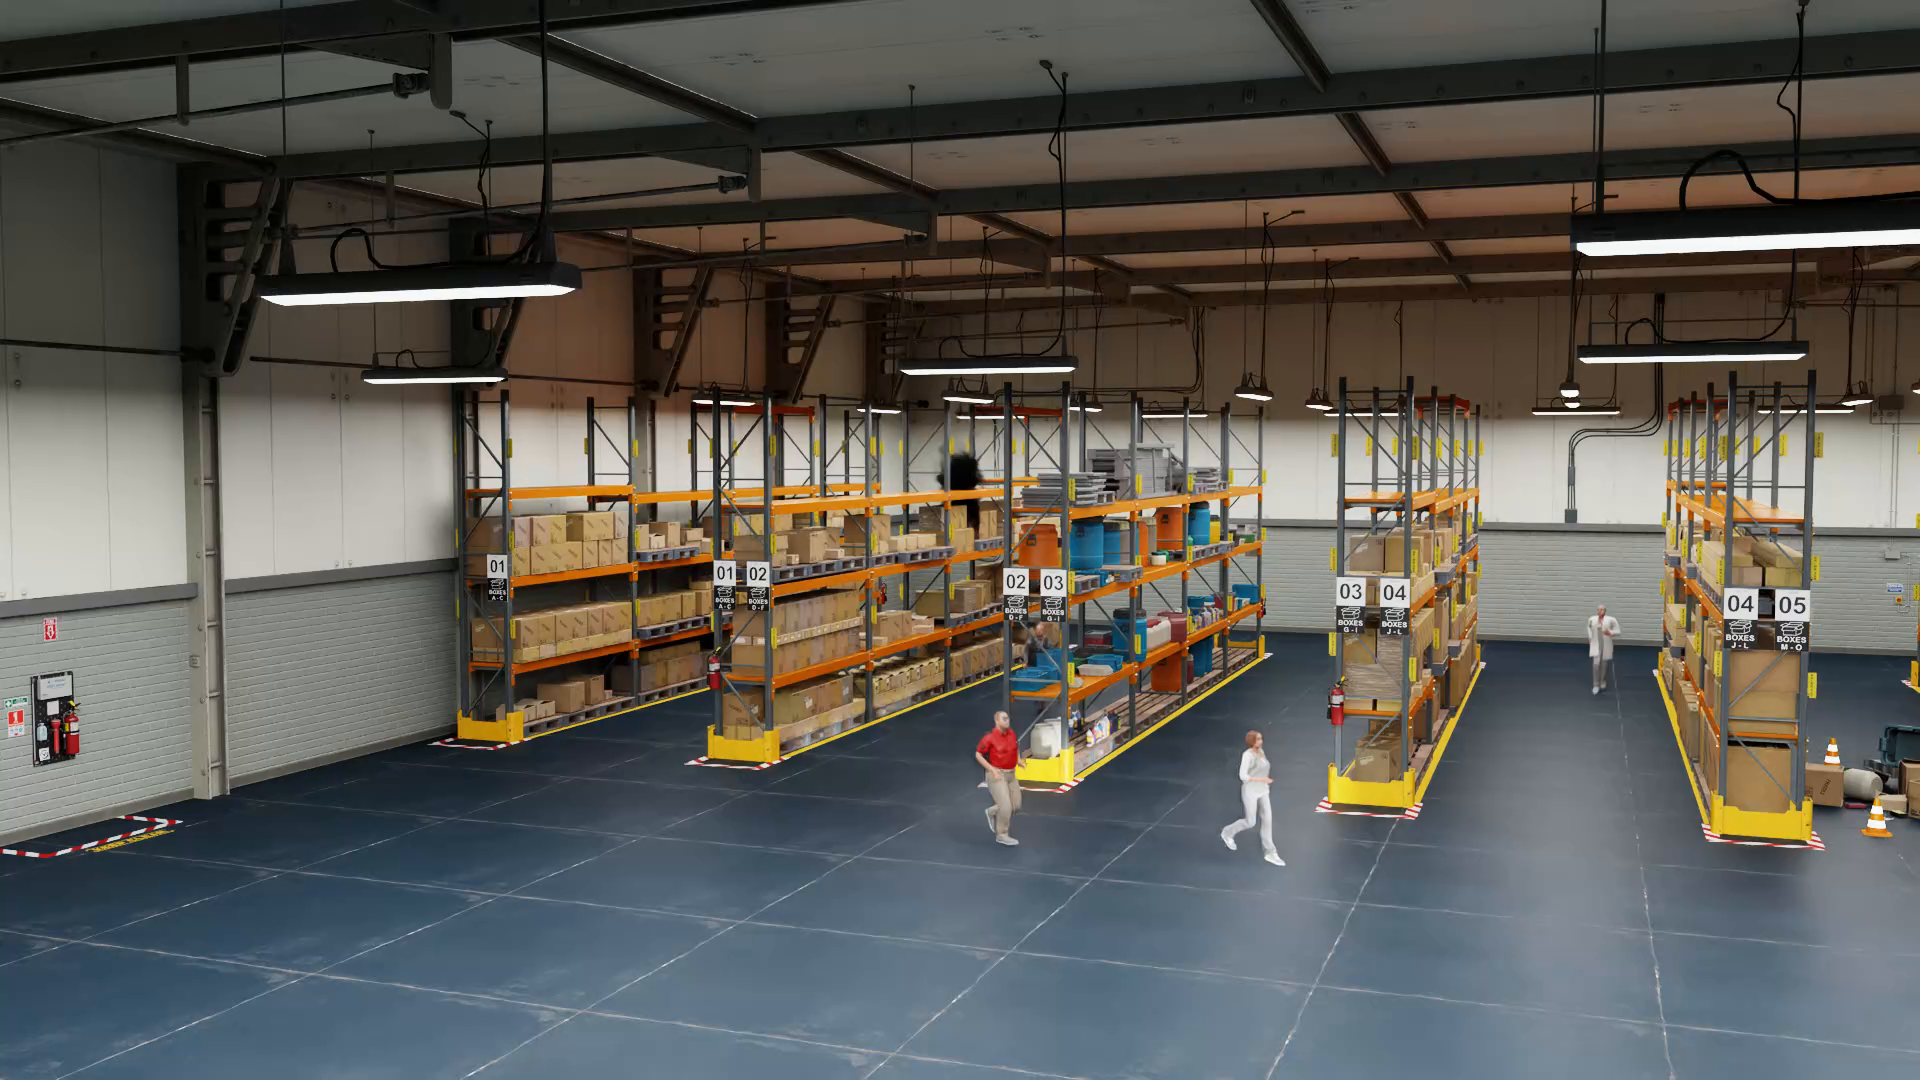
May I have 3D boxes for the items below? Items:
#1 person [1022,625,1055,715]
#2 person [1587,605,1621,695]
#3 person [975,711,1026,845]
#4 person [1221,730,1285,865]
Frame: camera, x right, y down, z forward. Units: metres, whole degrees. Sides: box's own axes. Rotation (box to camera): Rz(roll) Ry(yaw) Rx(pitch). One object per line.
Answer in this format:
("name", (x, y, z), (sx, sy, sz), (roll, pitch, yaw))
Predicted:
("person", (1.500, 2.440, 31.405), (0.659, 1.679, 0.587), (0, 3, 7))
("person", (13.207, 2.229, 34.149), (0.679, 1.817, 0.974), (2, 4, 28))
("person", (0.506, 2.997, 21.071), (0.656, 1.682, 0.644), (-3, 4, -43))
("person", (3.543, 3.089, 20.081), (0.538, 1.577, 0.877), (-3, 4, -45))
